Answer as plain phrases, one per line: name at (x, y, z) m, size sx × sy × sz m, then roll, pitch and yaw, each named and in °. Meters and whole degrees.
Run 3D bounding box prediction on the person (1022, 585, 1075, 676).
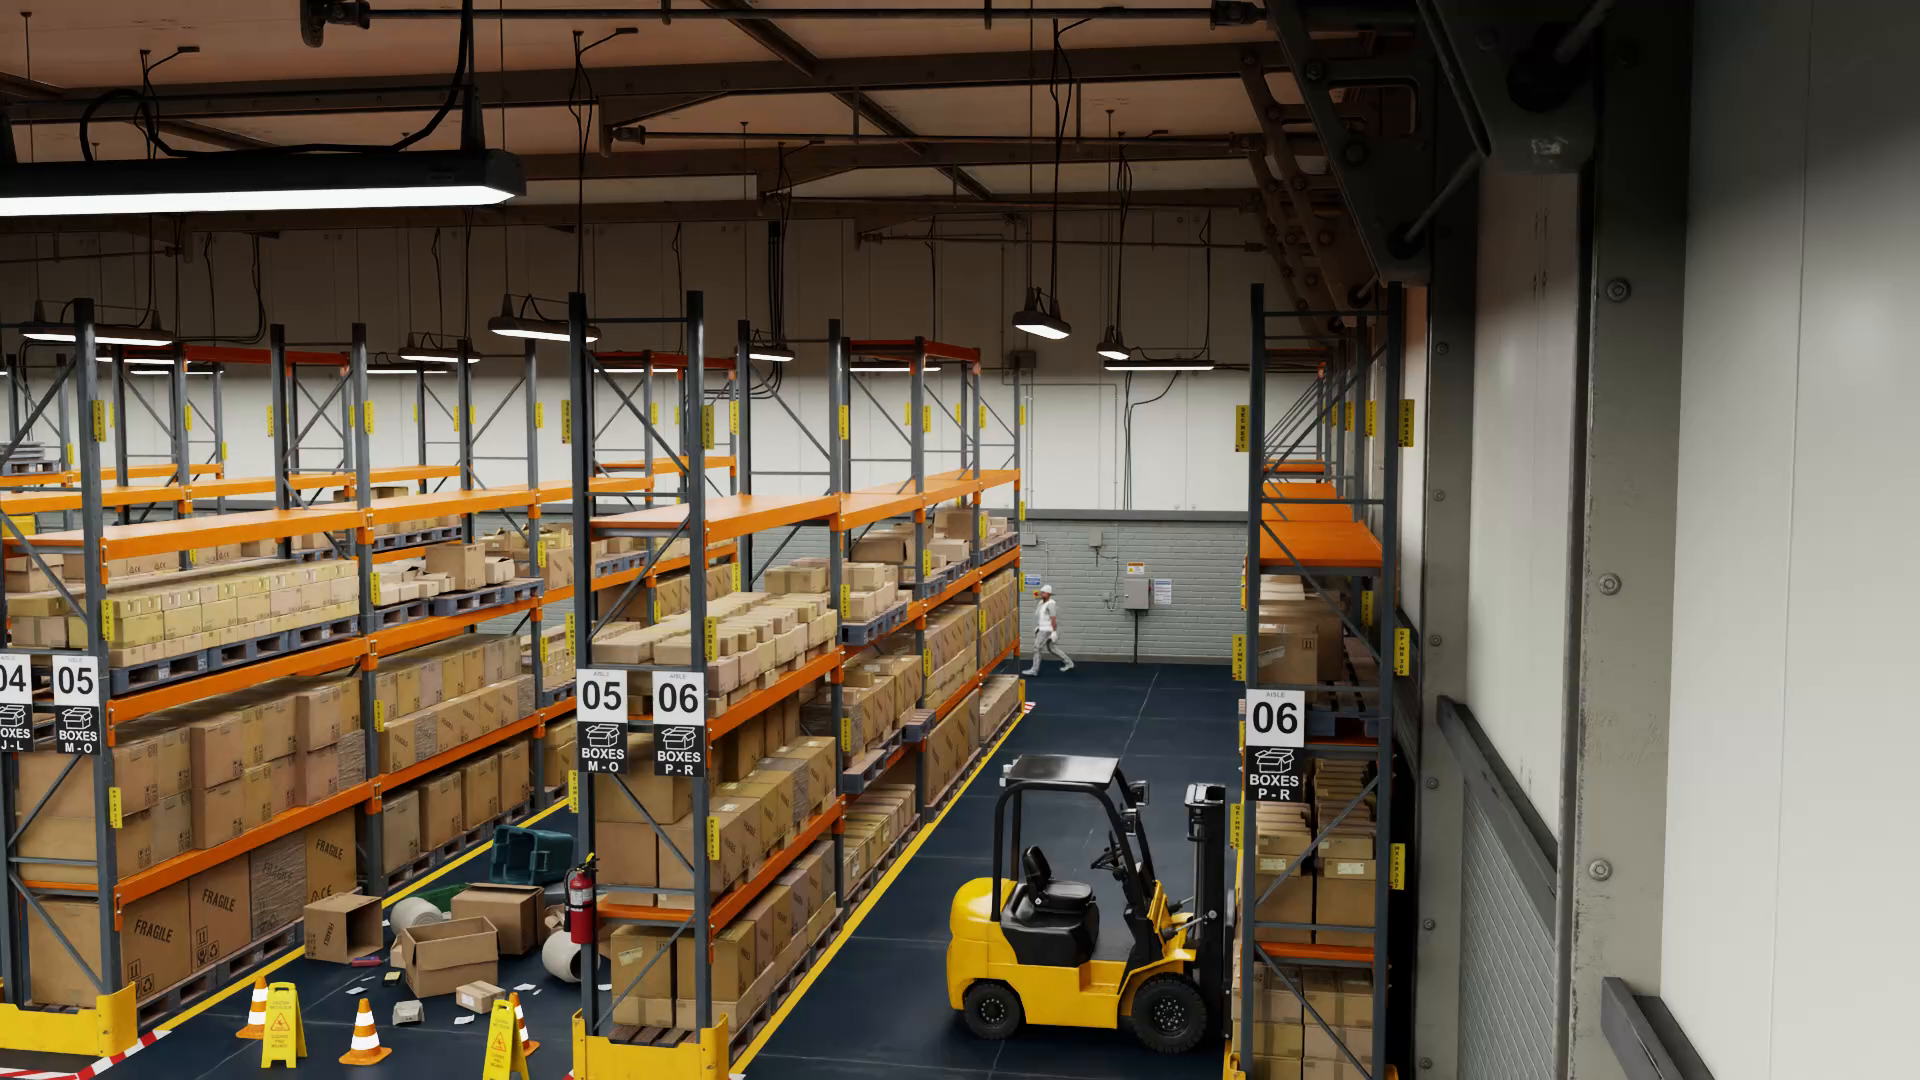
person at (1.697, 1.728, 31.864) m, size 1.017 × 1.750 × 0.523 m, roll 0°, pitch 5°, yaw 4°
